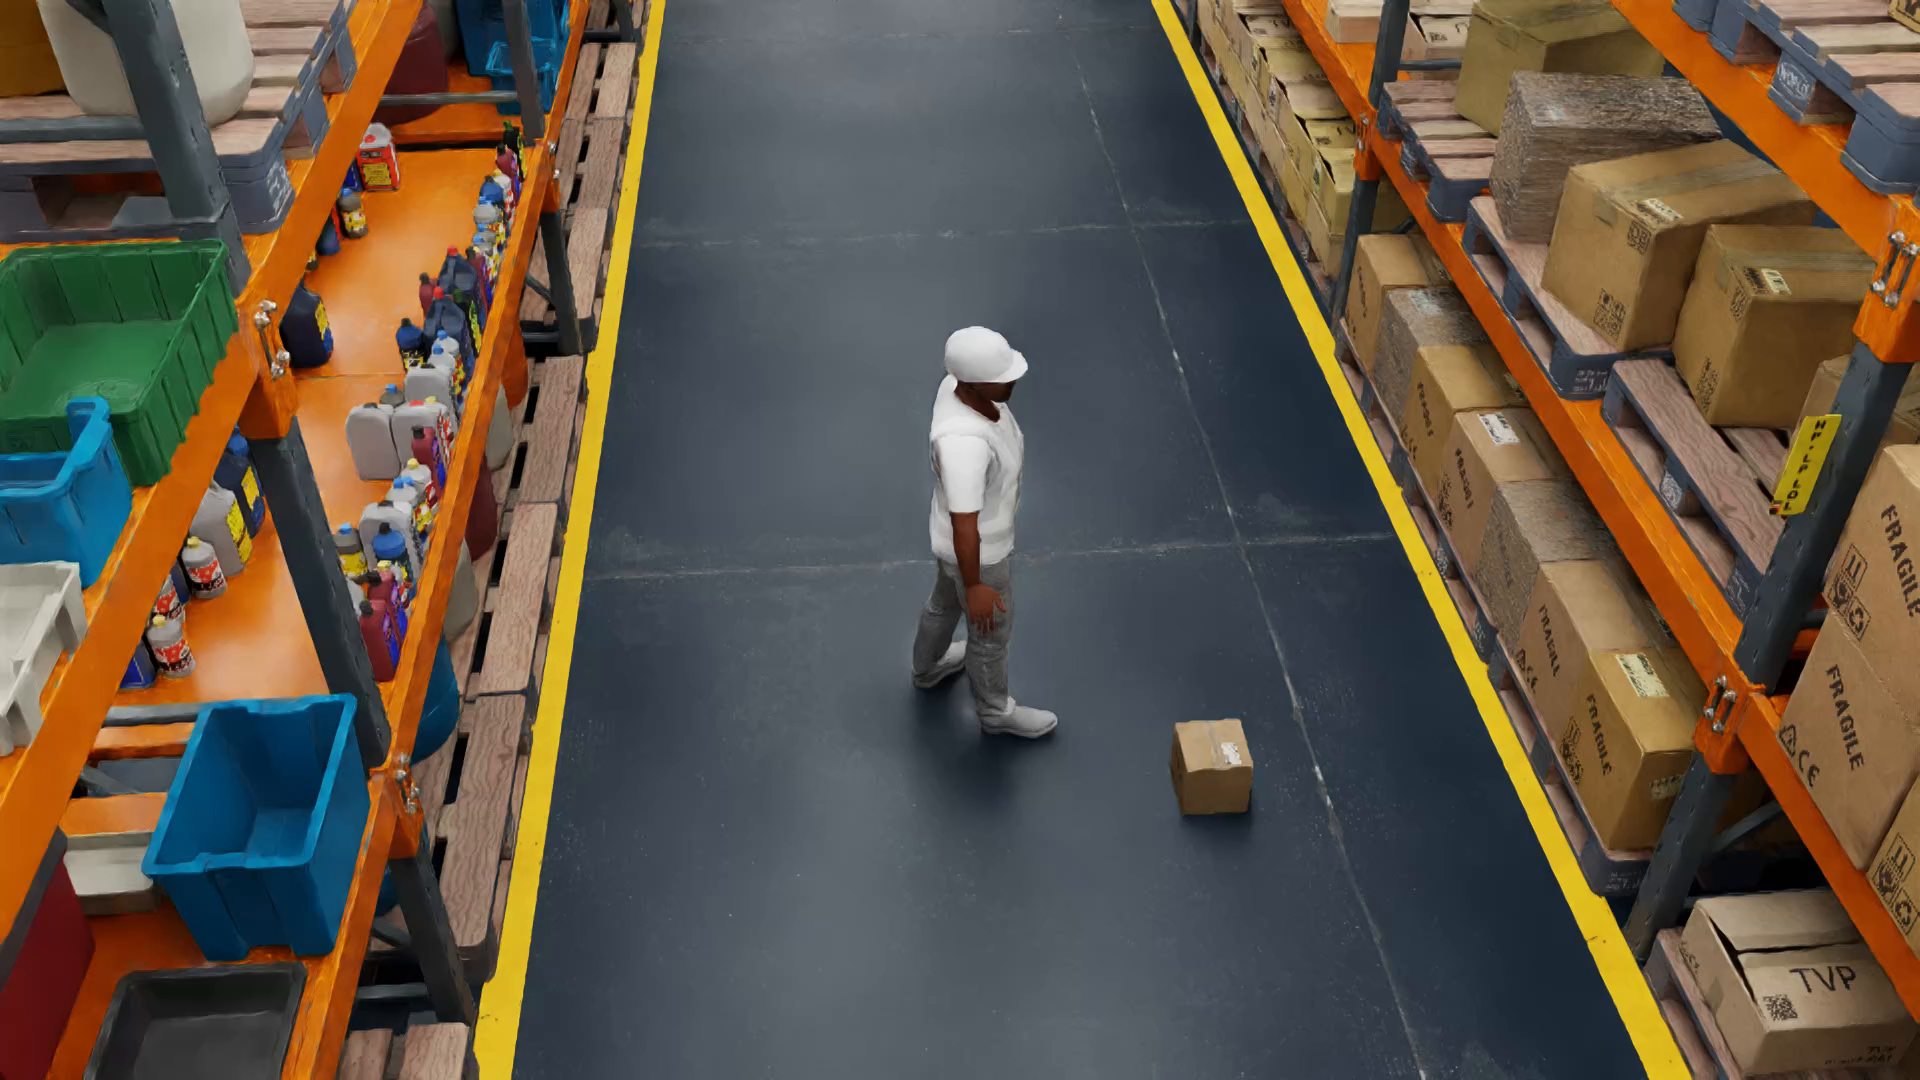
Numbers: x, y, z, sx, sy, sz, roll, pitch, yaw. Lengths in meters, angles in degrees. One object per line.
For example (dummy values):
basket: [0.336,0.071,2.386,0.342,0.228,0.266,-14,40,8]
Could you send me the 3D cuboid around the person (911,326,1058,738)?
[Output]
person: [0.094,-0.002,6.119,0.582,1.768,0.738,-1,39,-1]
